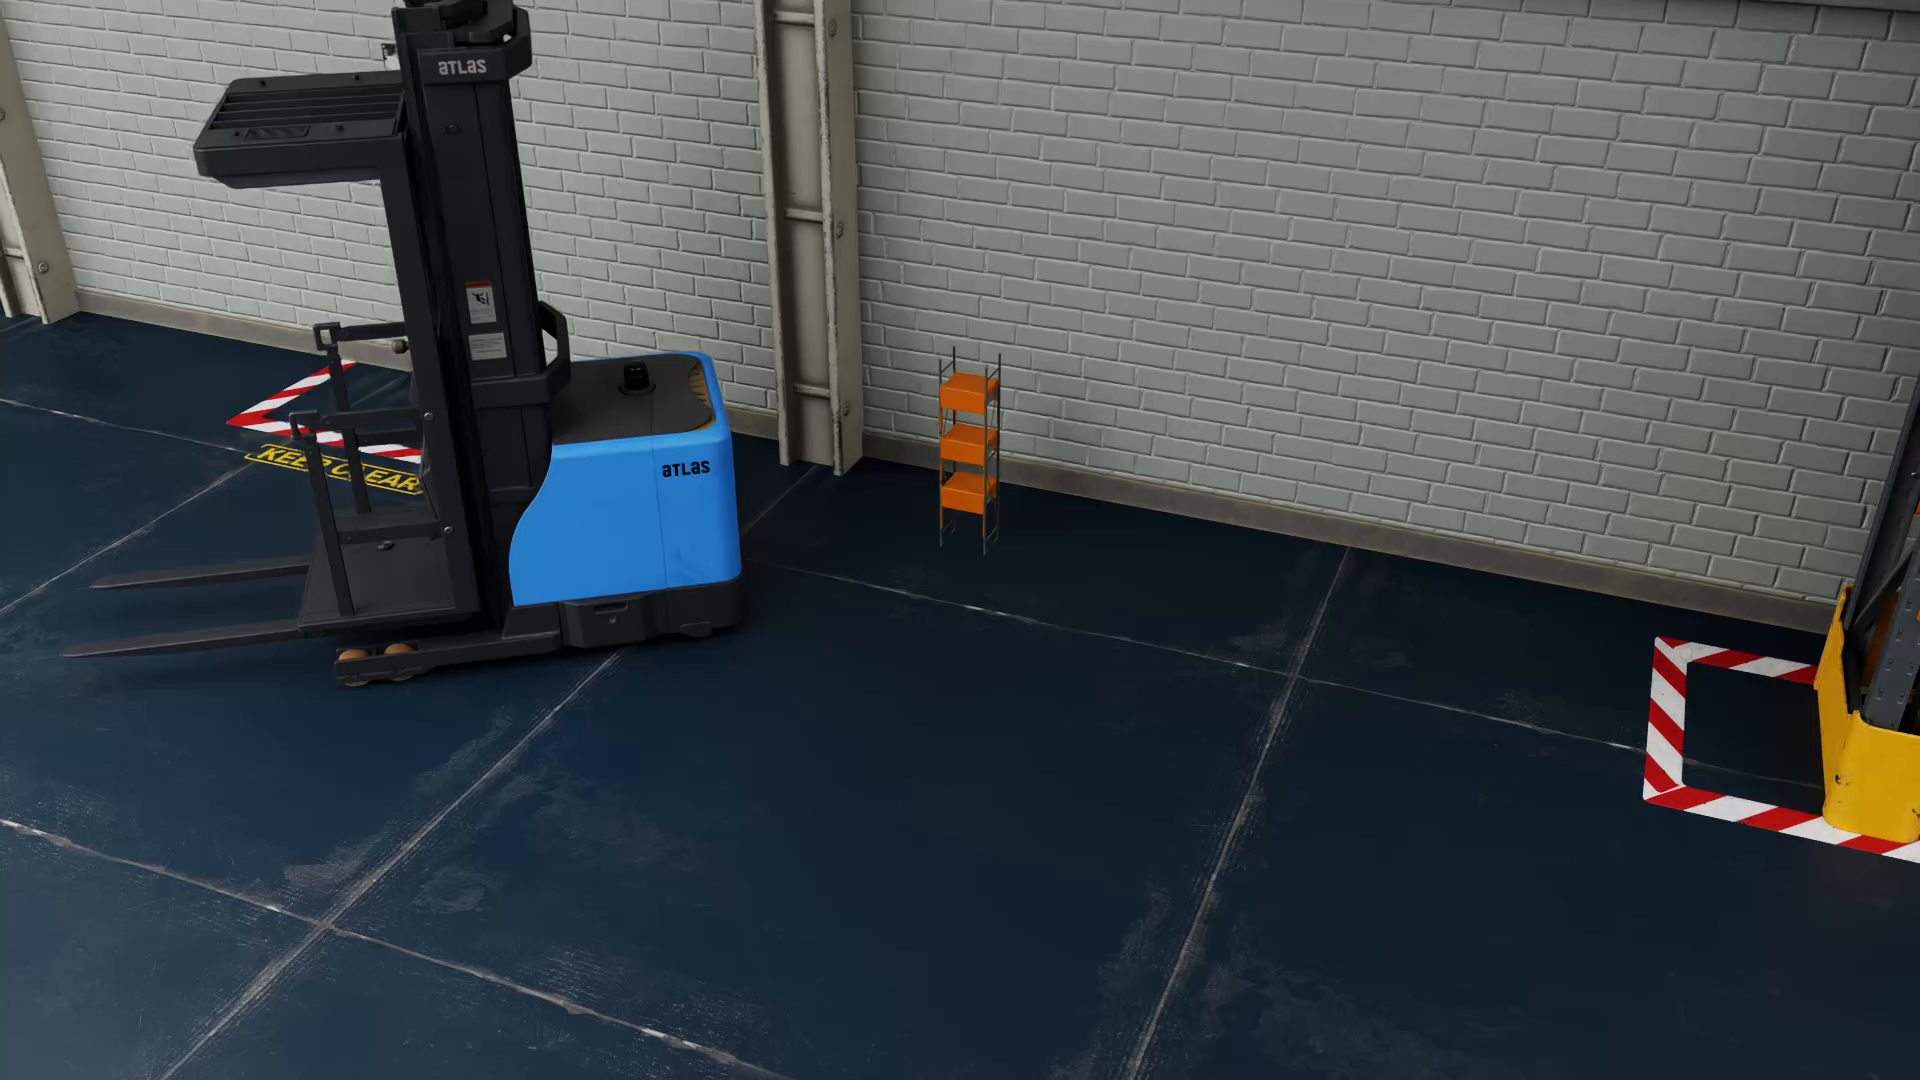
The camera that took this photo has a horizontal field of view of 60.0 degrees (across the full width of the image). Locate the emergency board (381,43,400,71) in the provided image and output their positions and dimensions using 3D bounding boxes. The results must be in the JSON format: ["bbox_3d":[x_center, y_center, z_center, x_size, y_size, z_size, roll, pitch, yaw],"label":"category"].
[{"bbox_3d":[-3.067,-2.249,9.681,0.643,1.169,0.194,11,31,19],"label":"emergency board"}]

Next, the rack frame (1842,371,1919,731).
[{"bbox_3d":[3.795,-0.400,6.409,0.127,3.000,1.000,11,31,19],"label":"rack frame"}]

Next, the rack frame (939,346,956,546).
[{"bbox_3d":[-0.063,-0.470,8.514,0.008,1.050,0.200,11,31,19],"label":"rack frame"}]

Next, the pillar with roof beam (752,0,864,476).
[{"bbox_3d":[-2.410,-2.423,3.892,0.400,9.000,9.100,11,31,19],"label":"pillar with roof beam"}]

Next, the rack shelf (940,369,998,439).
[{"bbox_3d":[0.050,-0.685,8.340,0.240,0.259,0.215,11,31,19],"label":"rack shelf"}]

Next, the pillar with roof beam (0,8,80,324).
[{"bbox_3d":[-7.969,-3.533,5.856,0.400,9.000,9.100,11,31,19],"label":"pillar with roof beam"}]

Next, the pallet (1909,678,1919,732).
[{"bbox_3d":[4.605,0.995,6.776,1.213,0.211,1.003,11,31,19],"label":"pallet"}]

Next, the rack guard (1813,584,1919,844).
[{"bbox_3d":[3.865,0.703,6.999,0.348,0.500,1.175,11,31,19],"label":"rack guard"}]

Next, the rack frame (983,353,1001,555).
[{"bbox_3d":[0.163,-0.425,8.434,0.008,1.050,0.200,11,31,19],"label":"rack frame"}]

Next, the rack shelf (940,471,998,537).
[{"bbox_3d":[0.050,-0.196,8.616,0.240,0.259,0.215,11,31,19],"label":"rack shelf"}]

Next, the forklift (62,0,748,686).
[{"bbox_3d":[-2.592,-0.896,7.357,3.031,2.935,1.130,-7,30,-11],"label":"forklift"}]

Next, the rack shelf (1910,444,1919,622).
[{"bbox_3d":[5.648,0.283,5.931,4.000,0.370,1.077,11,31,19],"label":"rack shelf"}]

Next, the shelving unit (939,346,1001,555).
[{"bbox_3d":[0.050,-0.447,8.474,0.252,1.050,0.215,11,31,19],"label":"shelving unit"}]

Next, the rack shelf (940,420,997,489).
[{"bbox_3d":[0.050,-0.438,8.479,0.240,0.259,0.215,11,31,19],"label":"rack shelf"}]
